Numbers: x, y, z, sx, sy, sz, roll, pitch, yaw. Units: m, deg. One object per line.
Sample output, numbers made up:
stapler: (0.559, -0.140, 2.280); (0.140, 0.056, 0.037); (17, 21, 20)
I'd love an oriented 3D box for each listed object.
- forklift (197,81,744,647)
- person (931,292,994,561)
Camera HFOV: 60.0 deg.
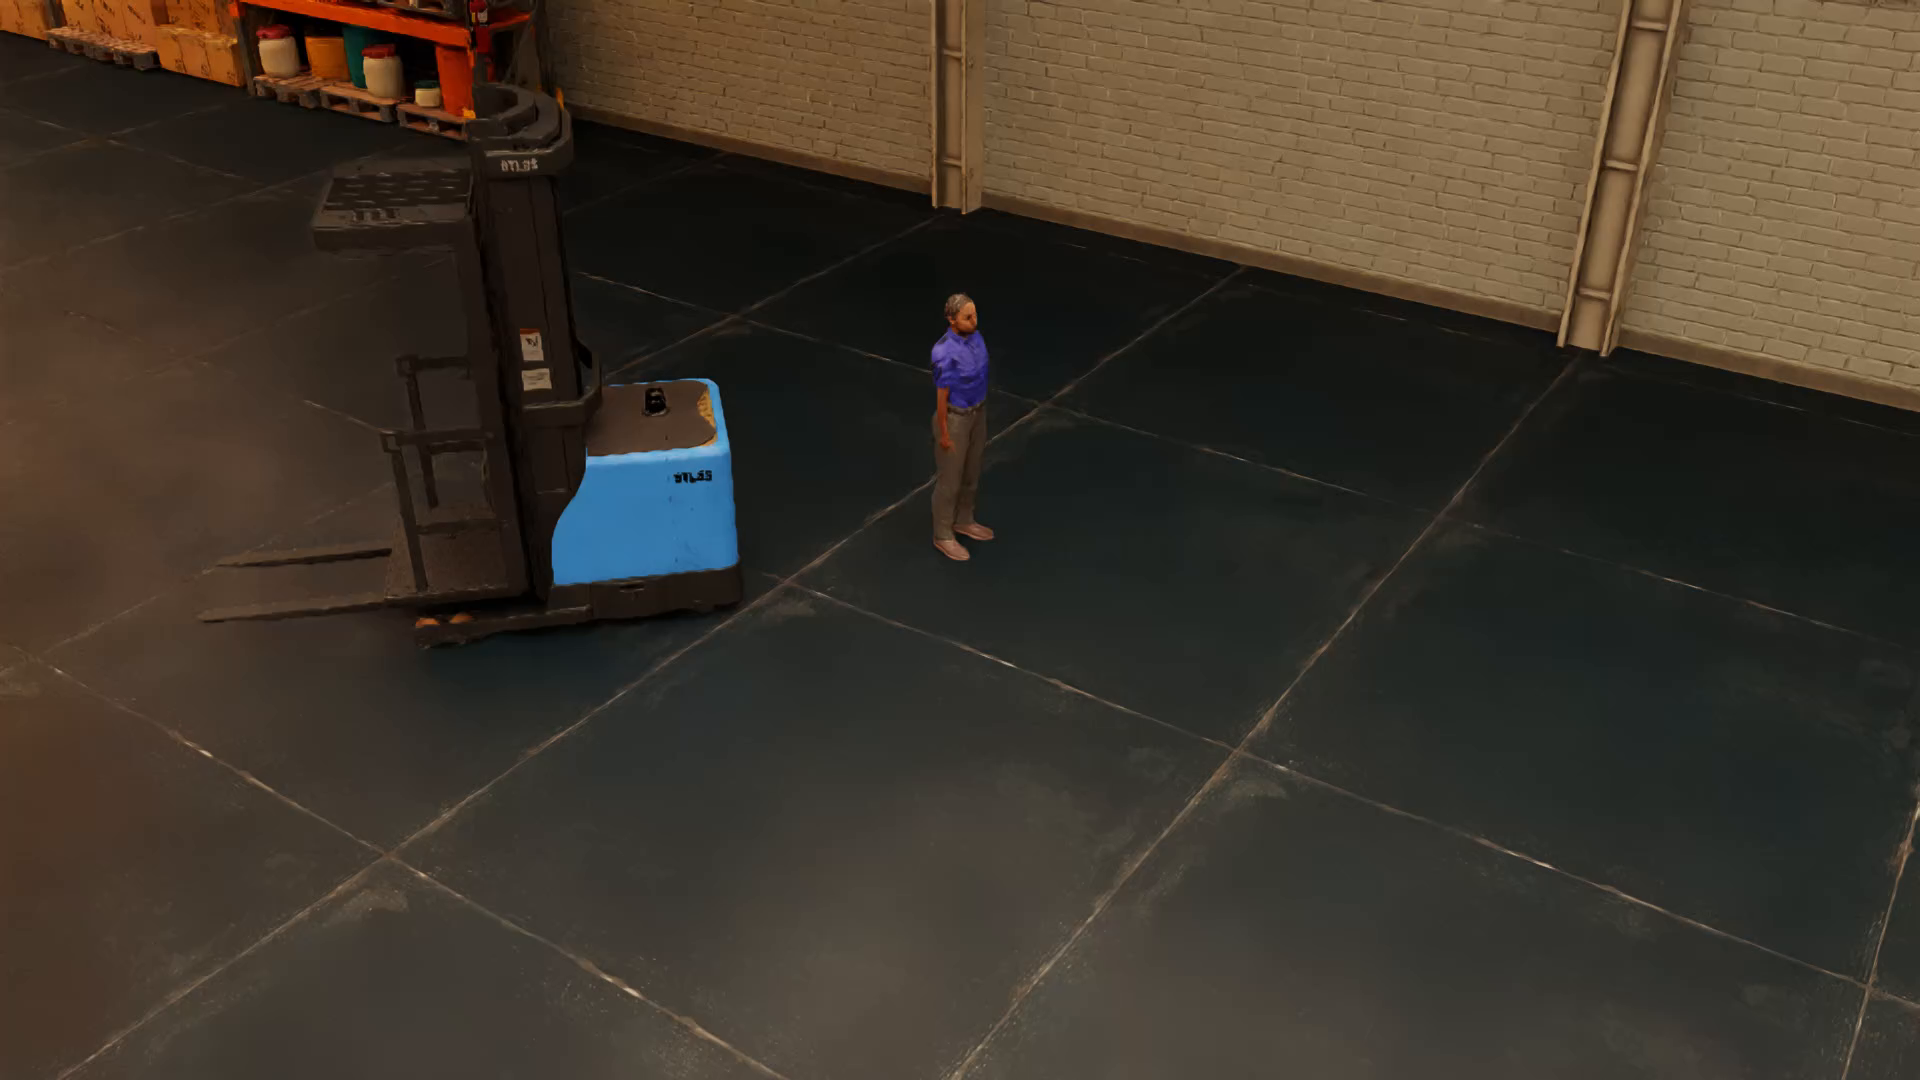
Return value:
forklift: (-2.847, -0.947, 9.212); (3.031, 2.935, 1.130); (-6, 31, -10)
person: (0.016, -0.700, 10.072); (0.320, 1.646, 0.446); (19, 35, 29)
